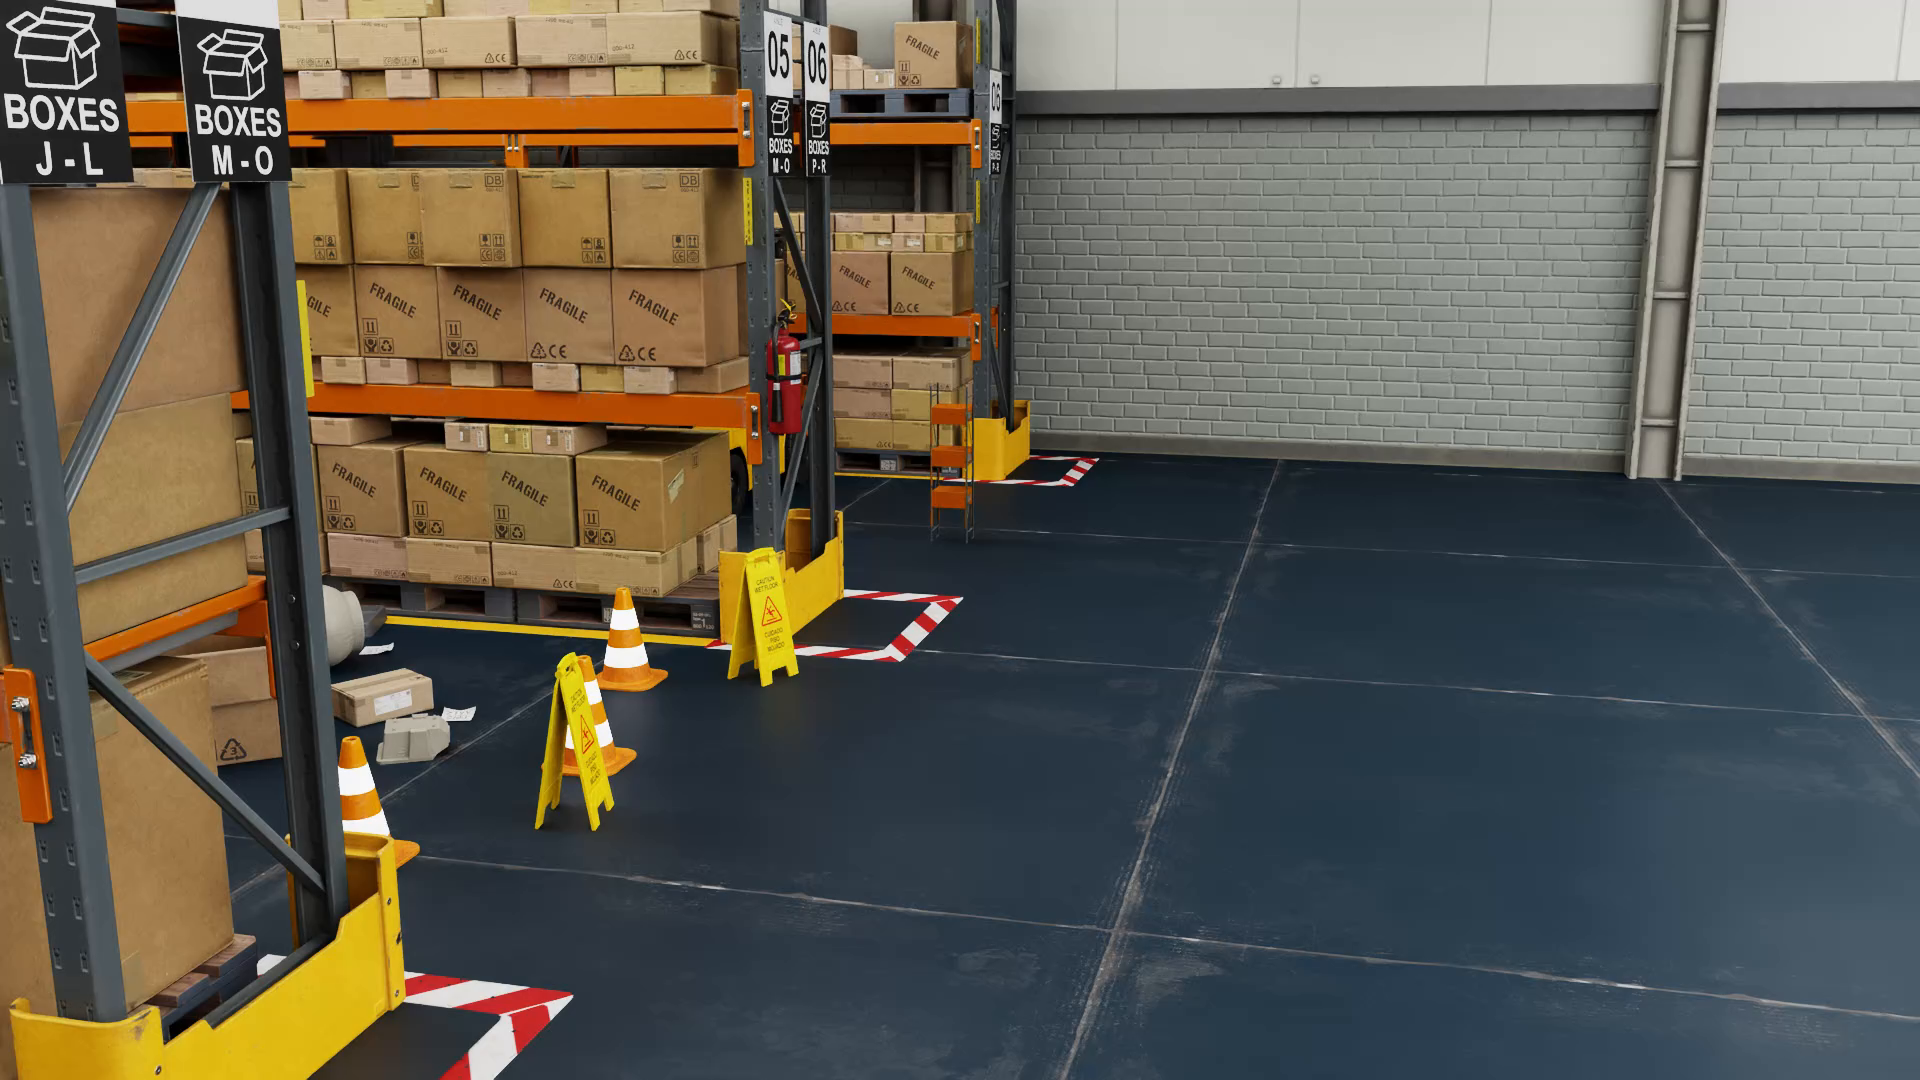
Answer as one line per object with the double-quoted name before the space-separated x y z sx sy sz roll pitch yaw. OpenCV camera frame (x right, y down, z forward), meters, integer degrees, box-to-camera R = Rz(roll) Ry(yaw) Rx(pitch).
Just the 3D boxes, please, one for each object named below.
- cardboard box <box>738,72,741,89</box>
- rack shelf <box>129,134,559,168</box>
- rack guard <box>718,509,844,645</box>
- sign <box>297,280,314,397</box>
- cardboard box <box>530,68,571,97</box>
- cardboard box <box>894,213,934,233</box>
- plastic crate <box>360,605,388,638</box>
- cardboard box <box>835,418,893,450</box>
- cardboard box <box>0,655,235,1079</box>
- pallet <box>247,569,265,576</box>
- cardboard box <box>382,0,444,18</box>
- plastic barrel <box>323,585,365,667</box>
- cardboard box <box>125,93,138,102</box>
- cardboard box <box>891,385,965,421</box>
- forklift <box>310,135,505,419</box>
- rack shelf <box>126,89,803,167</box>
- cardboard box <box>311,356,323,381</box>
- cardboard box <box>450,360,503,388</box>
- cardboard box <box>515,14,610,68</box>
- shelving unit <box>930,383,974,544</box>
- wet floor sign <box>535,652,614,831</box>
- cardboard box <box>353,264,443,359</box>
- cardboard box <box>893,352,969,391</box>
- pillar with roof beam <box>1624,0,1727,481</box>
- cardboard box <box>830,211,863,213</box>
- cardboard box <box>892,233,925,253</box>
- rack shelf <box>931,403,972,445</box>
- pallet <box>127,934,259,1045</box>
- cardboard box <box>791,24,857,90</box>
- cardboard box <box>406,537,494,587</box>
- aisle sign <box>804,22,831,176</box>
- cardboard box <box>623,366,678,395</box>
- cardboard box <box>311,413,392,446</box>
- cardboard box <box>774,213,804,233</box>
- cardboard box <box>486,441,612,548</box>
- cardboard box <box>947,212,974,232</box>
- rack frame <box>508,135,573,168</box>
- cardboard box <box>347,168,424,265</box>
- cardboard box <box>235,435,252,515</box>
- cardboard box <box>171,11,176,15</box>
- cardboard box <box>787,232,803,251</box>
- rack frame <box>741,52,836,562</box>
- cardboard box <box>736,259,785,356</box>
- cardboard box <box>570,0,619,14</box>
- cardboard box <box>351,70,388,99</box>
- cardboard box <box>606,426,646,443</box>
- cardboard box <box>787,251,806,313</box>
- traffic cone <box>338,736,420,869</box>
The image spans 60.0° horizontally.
"cardboard box" -1.143 -2.454 9.023 0.250 0.149 0.380 3 13 14
"rack shelf" -5.539 -3.495 14.797 4.000 0.370 1.077 3 13 14
"rack guard" -0.973 0.190 9.224 0.348 0.500 1.175 3 13 14
"sign" -1.848 -0.558 4.642 0.005 0.325 0.100 3 13 14
"cardboard box" -2.042 -2.382 8.700 0.250 0.149 0.380 3 13 14
"cardboard box" -0.359 -2.562 13.440 0.250 0.149 0.380 3 13 14
"plastic crate" -3.455 0.445 9.043 0.583 0.080 0.402 -1 13 -6
"cardboard box" -0.726 -0.919 13.829 0.500 0.250 0.500 3 13 14
"cardboard box" -2.661 0.831 4.501 0.875 0.875 0.875 3 13 14
"pallet" -4.122 0.155 10.050 1.213 0.211 1.003 3 13 14
"cardboard box" -2.795 -2.786 8.677 0.250 0.149 0.380 3 13 15
"plastic barrel" -3.267 0.442 8.263 0.512 0.421 0.421 -9 15 -35
"cardboard box" -4.536 -2.507 9.265 0.250 0.149 0.380 3 13 13
"cardboard box" -0.261 -1.137 13.657 0.500 0.250 0.500 3 13 13
"forklift" -3.877 -1.789 12.530 3.031 2.935 1.130 -3 13 -11
"rack shelf" -2.841 -2.244 9.156 4.000 0.370 1.077 3 13 14
"cardboard box" -3.533 -0.991 9.354 0.250 0.149 0.380 3 13 13
"cardboard box" -2.572 -0.930 9.080 0.250 0.149 0.380 3 13 13
"cardboard box" -1.946 -2.562 8.590 0.500 0.250 0.500 3 13 13
"shelving unit" -0.052 -0.515 11.133 0.252 1.050 0.215 3 13 14
"wet floor sign" -1.485 0.754 6.345 0.232 0.644 0.267 1 13 4
"cardboard box" -2.950 -1.275 9.136 0.500 0.500 0.500 3 13 14
"cardboard box" -0.235 -1.380 13.597 0.500 0.250 0.500 4 13 15
"pillar with roof beam" 4.620 -4.008 8.525 0.400 9.000 9.100 3 13 14
"cardboard box" -0.993 -2.699 14.060 0.250 0.149 0.380 3 13 15
"cardboard box" -0.373 -2.402 13.407 0.250 0.149 0.380 3 13 14
"rack shelf" -0.052 -0.782 11.073 0.240 0.259 0.215 3 13 14
"pallet" -2.782 1.356 4.635 1.213 0.211 1.003 3 13 14
"cardboard box" -1.172 -3.884 13.456 0.500 0.500 0.700 3 13 14
"cardboard box" -2.759 0.071 9.368 0.500 0.250 0.500 3 13 12
"aisle sign" -0.765 -2.358 8.933 0.004 0.787 0.394 3 13 14
"cardboard box" -1.586 -0.868 8.801 0.250 0.149 0.380 3 13 13
"cardboard box" -3.406 -0.633 9.313 0.250 0.149 0.380 4 13 17
"cardboard box" -1.375 -2.601 13.615 0.250 0.149 0.380 3 13 15
"cardboard box" -2.247 -0.268 9.166 0.500 0.500 0.500 4 13 16
"cardboard box" 0.012 -2.644 13.809 0.250 0.149 0.380 3 13 12
"rack frame" -3.597 -2.278 14.577 0.127 3.000 1.000 3 13 14
"cardboard box" -2.908 -1.777 9.092 0.500 0.500 0.700 3 13 13
"cardboard box" -4.275 -0.376 9.648 0.500 0.500 0.500 4 13 16
"cardboard box" -4.041 -2.857 9.000 0.250 0.149 0.380 3 13 12
"cardboard box" -1.369 -2.457 13.652 0.250 0.149 0.380 3 13 14
"rack frame" -0.899 -1.027 8.935 0.127 3.000 1.000 3 13 14
"cardboard box" -1.293 -1.304 9.266 0.500 0.500 0.500 3 13 13
"cardboard box" -1.792 -2.744 8.490 0.250 0.149 0.380 3 13 13
"cardboard box" -3.039 -2.428 8.906 0.250 0.149 0.380 3 13 14
"cardboard box" -2.148 -0.383 9.681 0.500 0.500 0.500 3 13 11
"cardboard box" -1.253 -2.145 13.746 0.500 0.500 0.500 3 13 12
"traffic cone" -2.162 0.932 5.965 0.334 0.463 0.336 3 13 14
